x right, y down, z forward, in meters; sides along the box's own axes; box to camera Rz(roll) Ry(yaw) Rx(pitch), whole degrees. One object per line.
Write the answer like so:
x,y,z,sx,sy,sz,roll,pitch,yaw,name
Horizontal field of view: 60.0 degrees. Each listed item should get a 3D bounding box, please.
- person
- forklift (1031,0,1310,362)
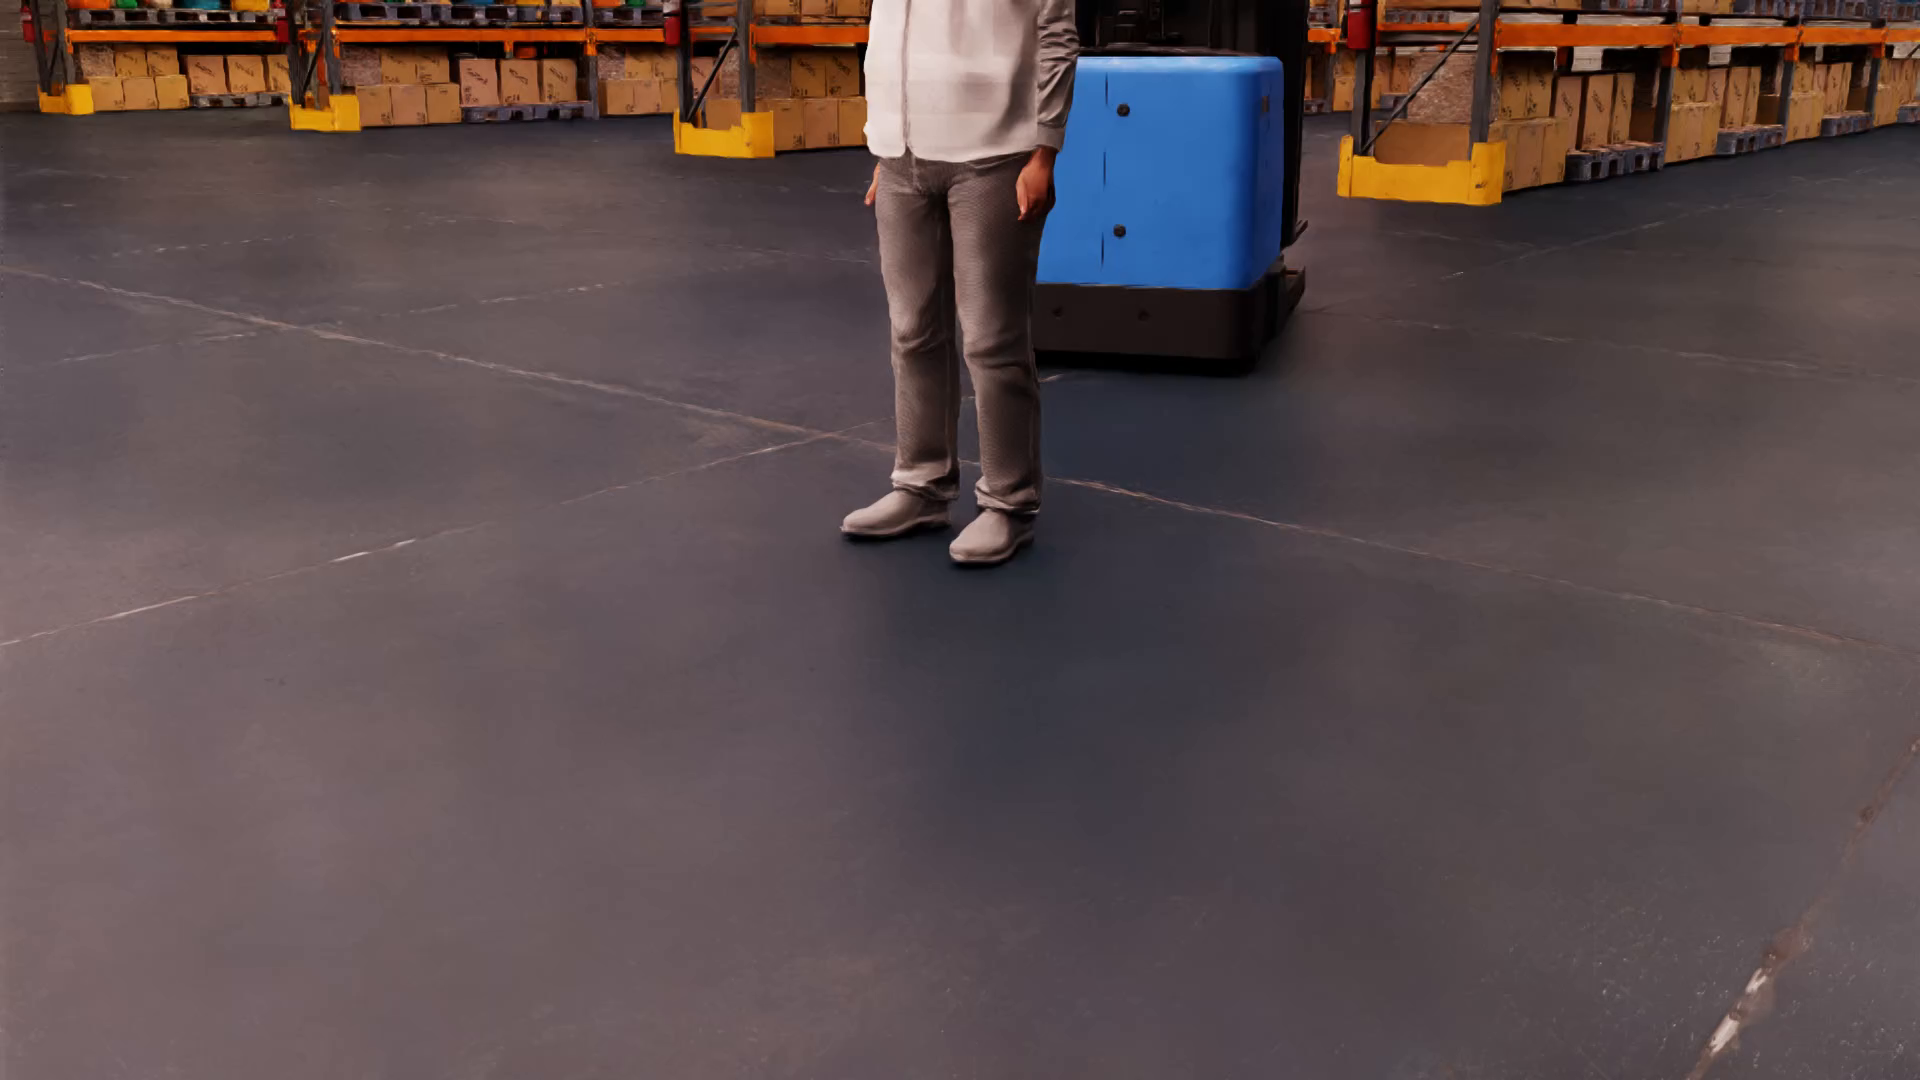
-0.003,-0.846,3.677,0.529,1.776,0.356,13,21,37,person
0.912,-2.418,6.860,1.130,2.935,3.031,5,18,15,forklift
